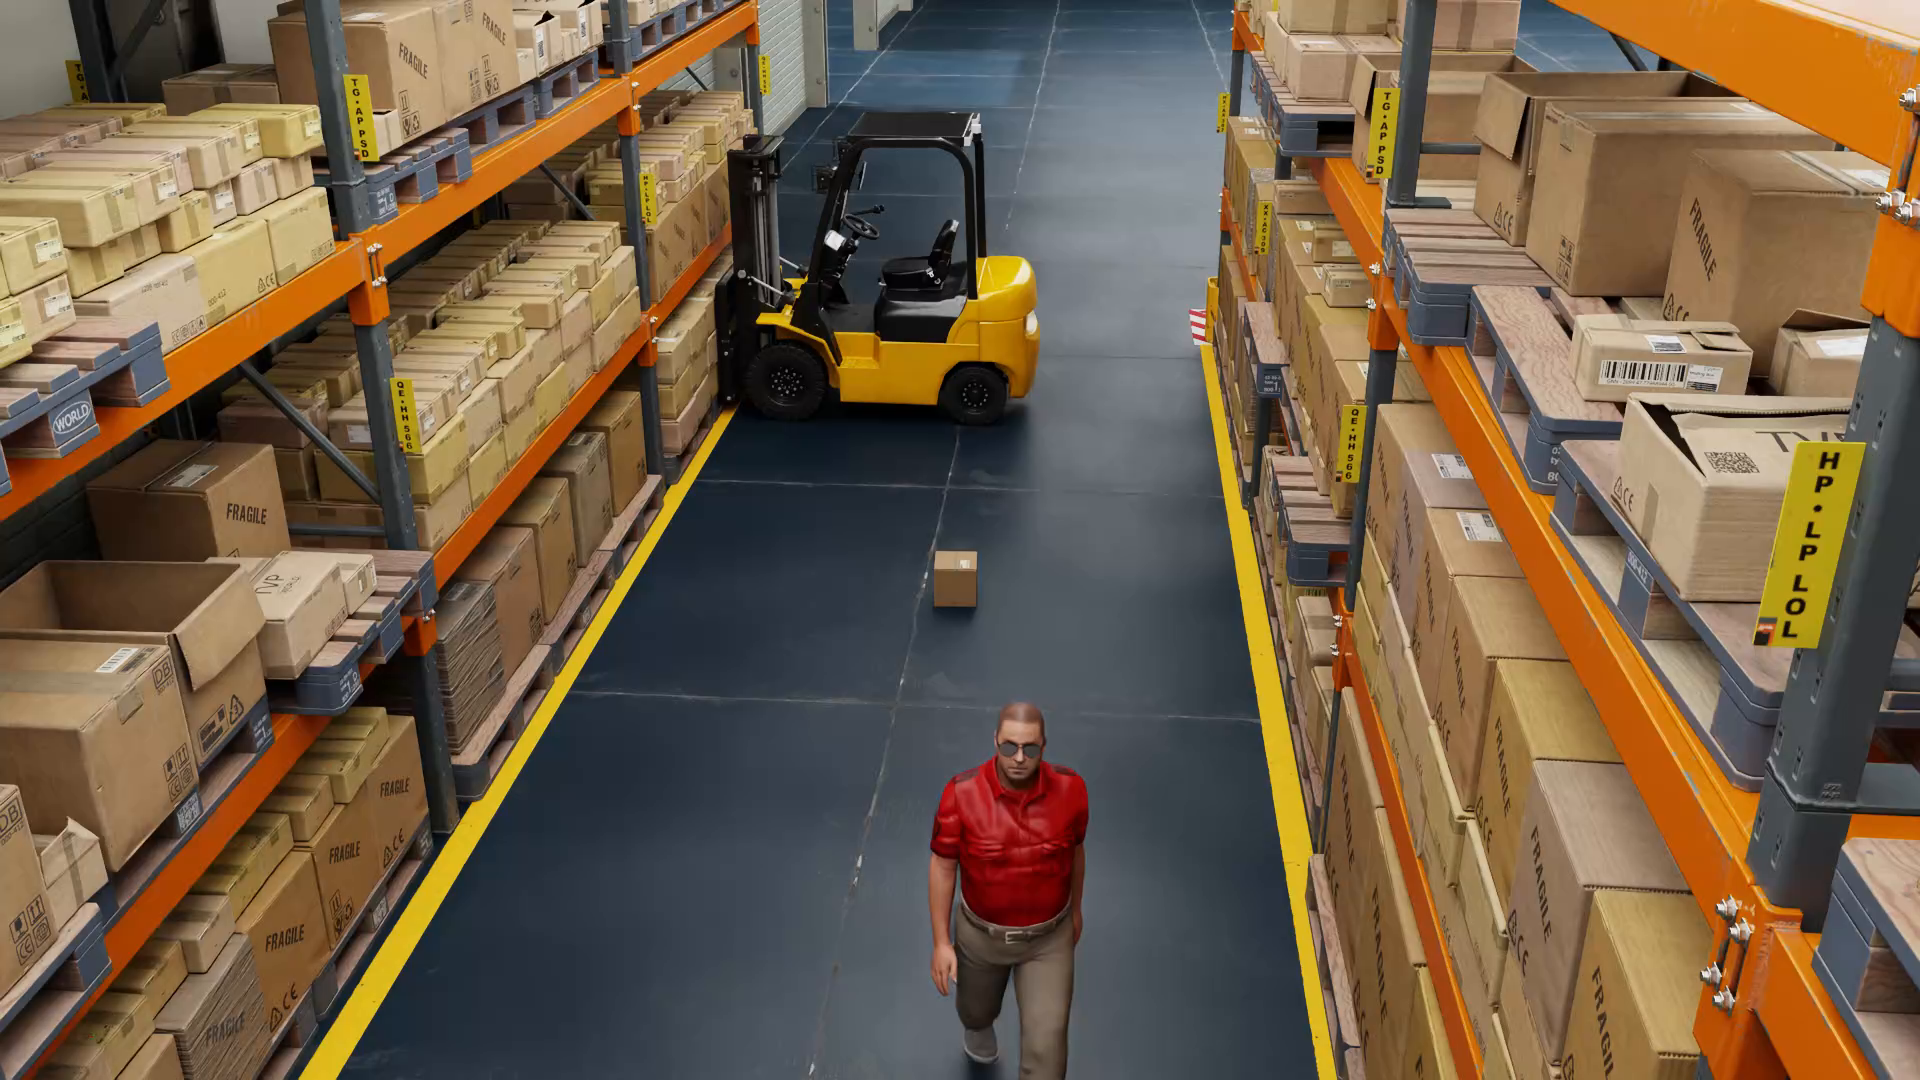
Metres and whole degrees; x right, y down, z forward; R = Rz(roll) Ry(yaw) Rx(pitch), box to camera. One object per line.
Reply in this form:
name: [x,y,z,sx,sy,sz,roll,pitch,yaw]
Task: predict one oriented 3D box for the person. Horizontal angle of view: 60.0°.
person: [0.167,1.322,5.697,0.552,1.681,0.985,-2,24,-4]
